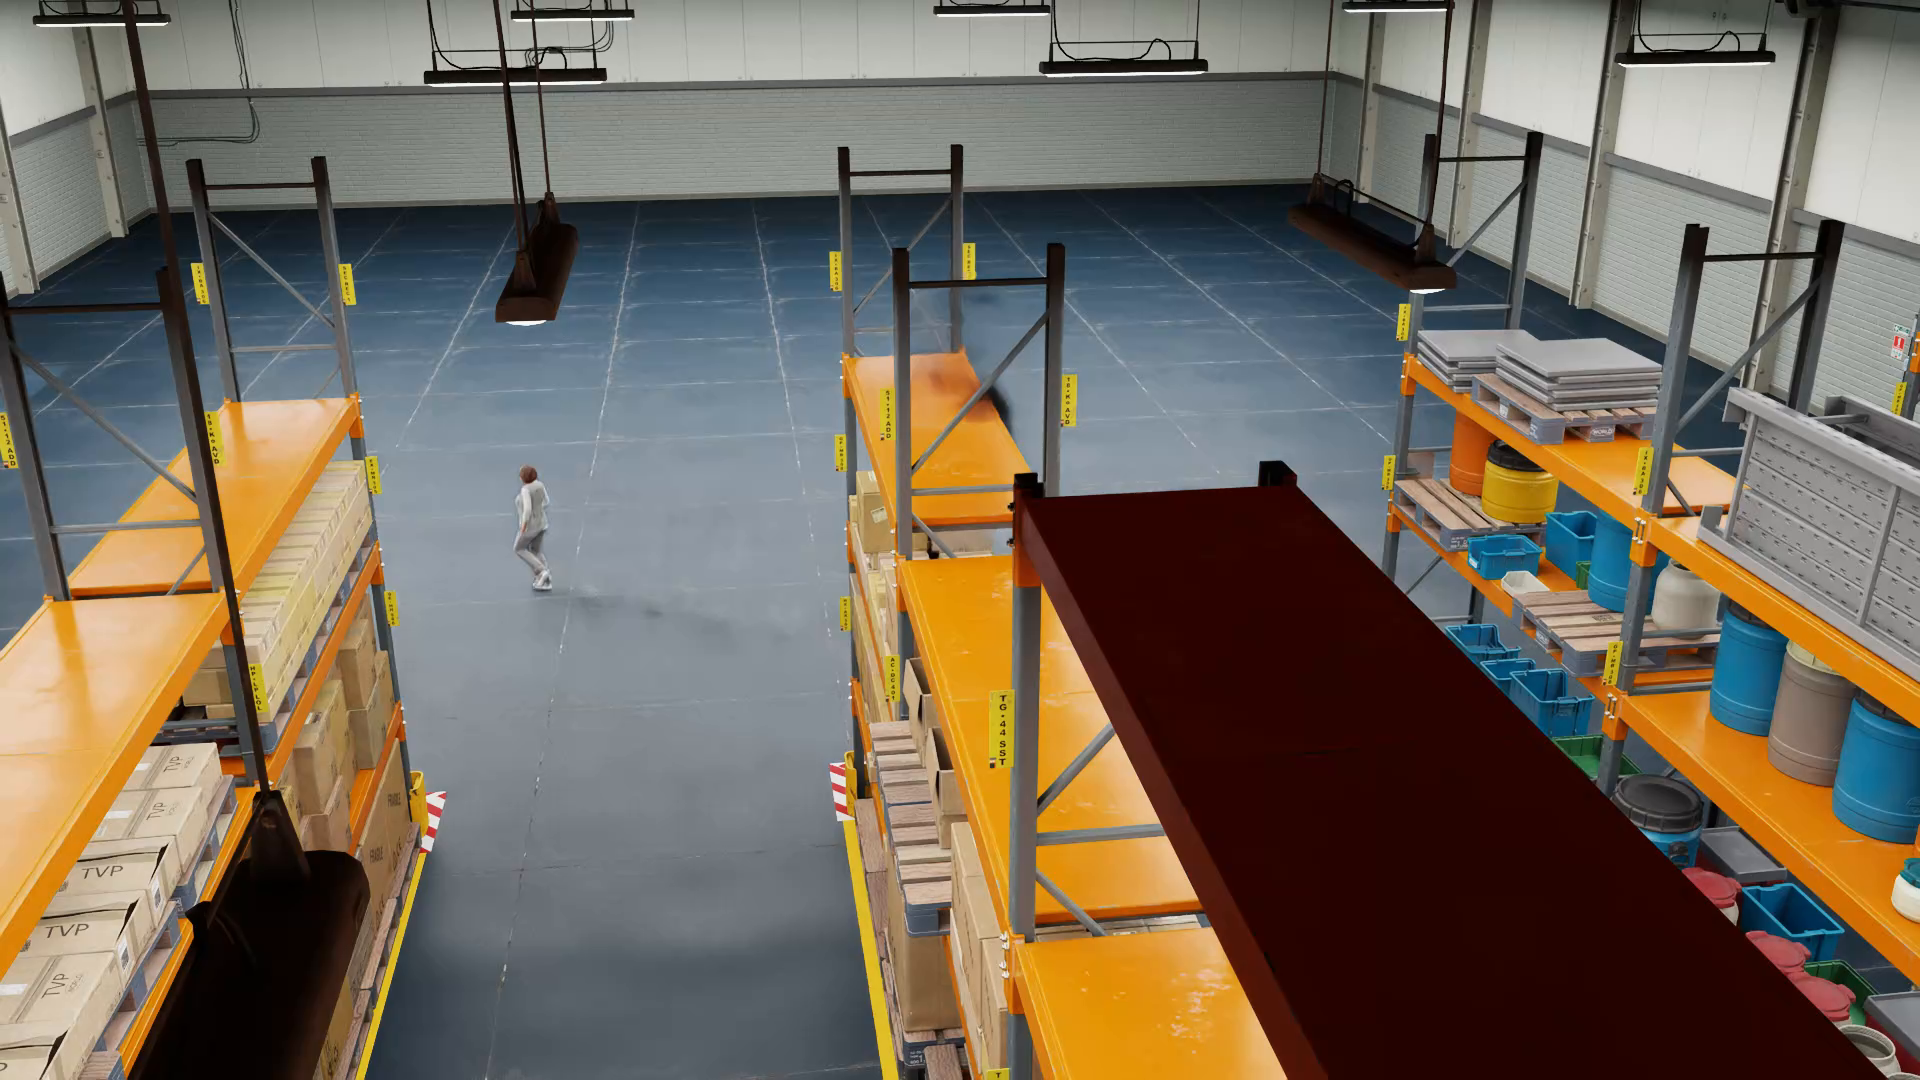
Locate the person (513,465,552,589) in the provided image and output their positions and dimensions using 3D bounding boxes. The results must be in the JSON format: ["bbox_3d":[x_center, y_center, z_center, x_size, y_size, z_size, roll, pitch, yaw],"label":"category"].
[{"bbox_3d":[-5.137,-0.161,19.924,0.517,1.565,0.541,11,24,25],"label":"person"}]

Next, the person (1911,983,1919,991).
[{"bbox_3d":[6.787,3.137,11.527,0.546,1.608,0.547,-4,22,-10],"label":"person"}]
